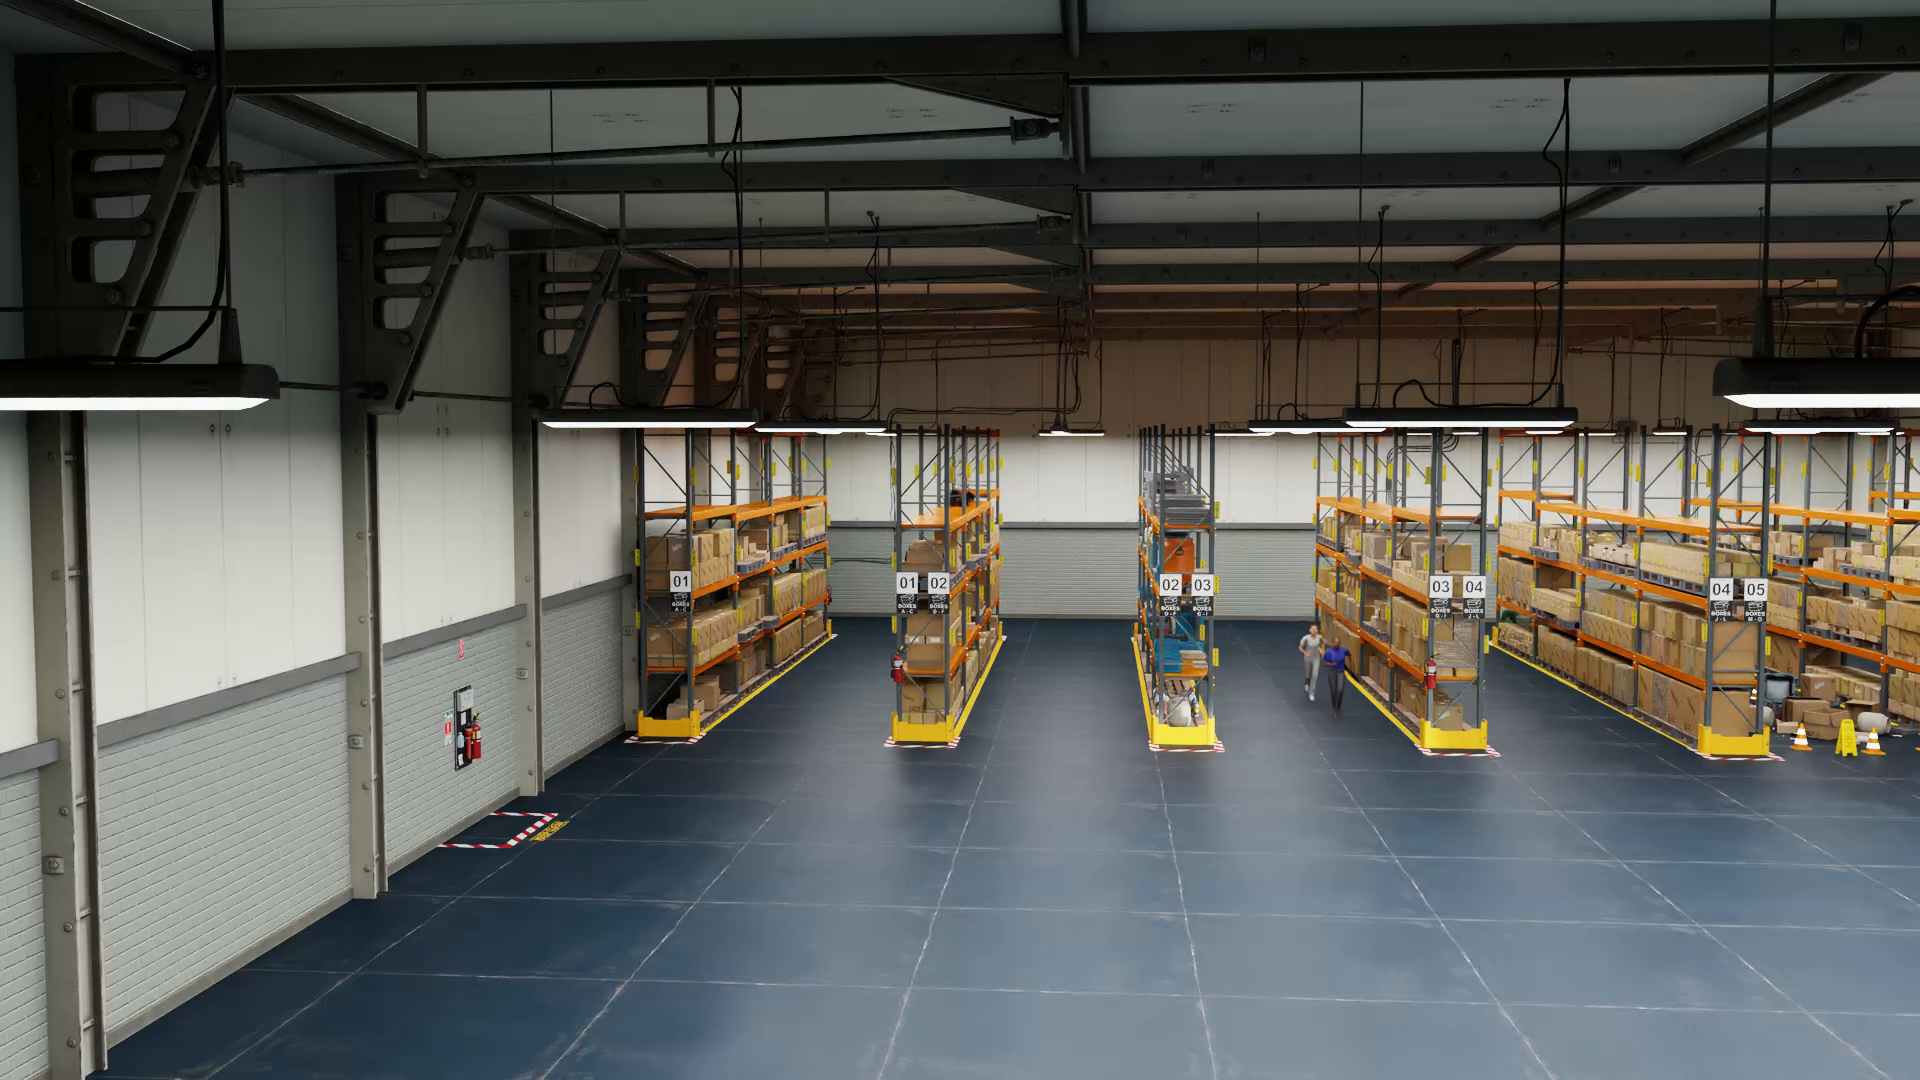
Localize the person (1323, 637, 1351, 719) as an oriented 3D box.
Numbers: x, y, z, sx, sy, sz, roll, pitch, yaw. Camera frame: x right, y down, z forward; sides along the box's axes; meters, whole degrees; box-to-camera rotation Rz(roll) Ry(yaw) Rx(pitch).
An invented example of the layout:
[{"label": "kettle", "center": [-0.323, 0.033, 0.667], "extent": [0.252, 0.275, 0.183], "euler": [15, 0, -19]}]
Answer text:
[{"label": "person", "center": [7.771, 2.824, 34.282], "extent": [0.599, 1.680, 0.834], "euler": [1, 4, 9]}]

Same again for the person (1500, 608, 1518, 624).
[{"label": "person", "center": [15.716, 1.964, 47.464], "extent": [0.644, 1.758, 0.720], "euler": [2, 4, 32]}]

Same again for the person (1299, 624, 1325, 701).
[{"label": "person", "center": [7.770, 2.665, 36.711], "extent": [0.587, 1.662, 0.961], "euler": [0, 3, 1]}]
